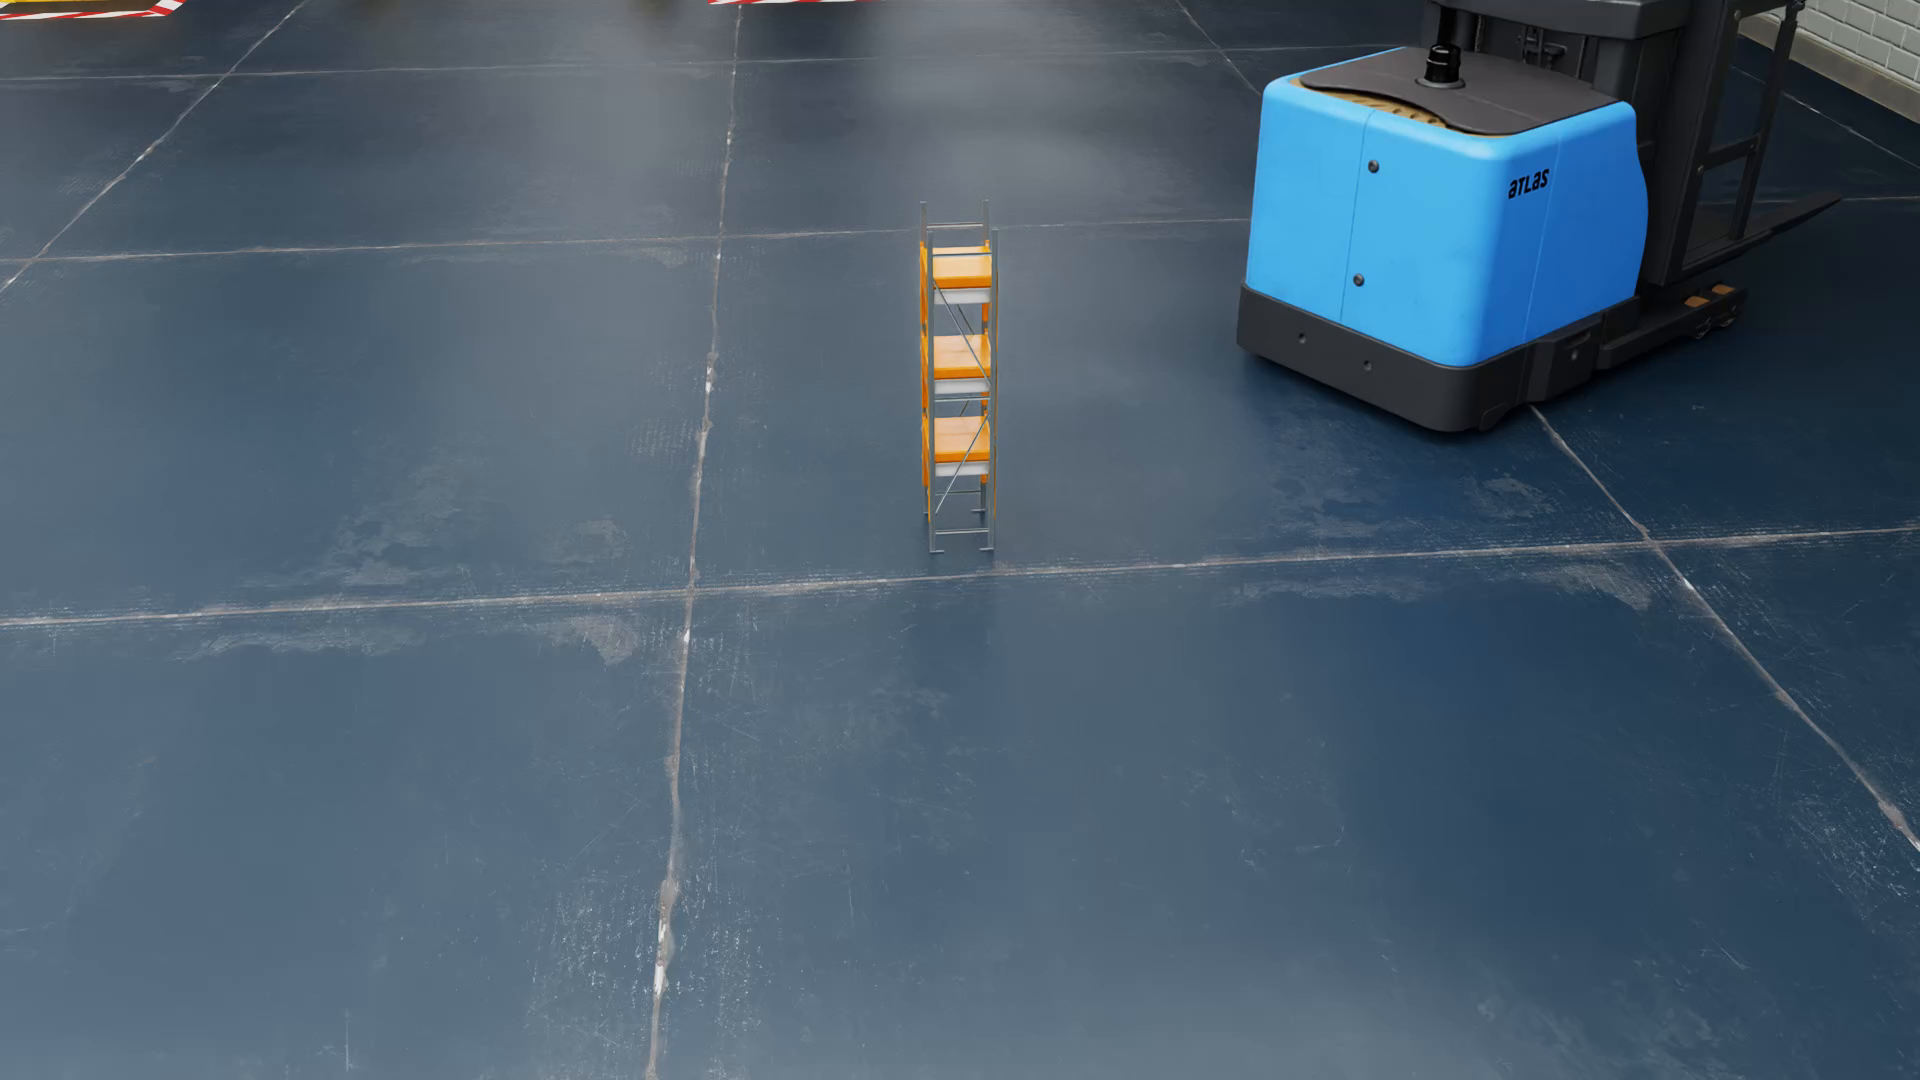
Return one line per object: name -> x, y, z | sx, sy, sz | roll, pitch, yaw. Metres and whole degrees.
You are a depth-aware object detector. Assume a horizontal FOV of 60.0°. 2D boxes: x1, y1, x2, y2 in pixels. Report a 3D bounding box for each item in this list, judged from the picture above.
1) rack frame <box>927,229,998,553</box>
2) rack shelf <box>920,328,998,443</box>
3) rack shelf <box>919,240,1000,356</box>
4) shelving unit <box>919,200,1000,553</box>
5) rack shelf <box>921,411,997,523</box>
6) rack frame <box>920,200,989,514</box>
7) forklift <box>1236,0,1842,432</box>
rack frame -> 0.006, -0.416, 4.922 | 0.200, 1.050, 0.008 | -3, 31, -5
rack shelf -> -0.005, -0.469, 5.032 | 0.215, 0.259, 0.240 | -3, 31, -5
rack shelf -> -0.005, -0.713, 4.886 | 0.215, 0.259, 0.240 | -3, 31, -5
shelving unit -> -0.005, -0.478, 5.027 | 0.215, 1.050, 0.252 | -3, 31, -5
rack shelf -> -0.005, -0.230, 5.174 | 0.215, 0.259, 0.240 | -3, 31, -5
rack frame -> -0.016, -0.540, 5.131 | 0.200, 1.050, 0.008 | -3, 31, -5
forklift -> 2.526, -2.242, 6.146 | 3.031, 2.935, 1.130 | -22, 37, -33
